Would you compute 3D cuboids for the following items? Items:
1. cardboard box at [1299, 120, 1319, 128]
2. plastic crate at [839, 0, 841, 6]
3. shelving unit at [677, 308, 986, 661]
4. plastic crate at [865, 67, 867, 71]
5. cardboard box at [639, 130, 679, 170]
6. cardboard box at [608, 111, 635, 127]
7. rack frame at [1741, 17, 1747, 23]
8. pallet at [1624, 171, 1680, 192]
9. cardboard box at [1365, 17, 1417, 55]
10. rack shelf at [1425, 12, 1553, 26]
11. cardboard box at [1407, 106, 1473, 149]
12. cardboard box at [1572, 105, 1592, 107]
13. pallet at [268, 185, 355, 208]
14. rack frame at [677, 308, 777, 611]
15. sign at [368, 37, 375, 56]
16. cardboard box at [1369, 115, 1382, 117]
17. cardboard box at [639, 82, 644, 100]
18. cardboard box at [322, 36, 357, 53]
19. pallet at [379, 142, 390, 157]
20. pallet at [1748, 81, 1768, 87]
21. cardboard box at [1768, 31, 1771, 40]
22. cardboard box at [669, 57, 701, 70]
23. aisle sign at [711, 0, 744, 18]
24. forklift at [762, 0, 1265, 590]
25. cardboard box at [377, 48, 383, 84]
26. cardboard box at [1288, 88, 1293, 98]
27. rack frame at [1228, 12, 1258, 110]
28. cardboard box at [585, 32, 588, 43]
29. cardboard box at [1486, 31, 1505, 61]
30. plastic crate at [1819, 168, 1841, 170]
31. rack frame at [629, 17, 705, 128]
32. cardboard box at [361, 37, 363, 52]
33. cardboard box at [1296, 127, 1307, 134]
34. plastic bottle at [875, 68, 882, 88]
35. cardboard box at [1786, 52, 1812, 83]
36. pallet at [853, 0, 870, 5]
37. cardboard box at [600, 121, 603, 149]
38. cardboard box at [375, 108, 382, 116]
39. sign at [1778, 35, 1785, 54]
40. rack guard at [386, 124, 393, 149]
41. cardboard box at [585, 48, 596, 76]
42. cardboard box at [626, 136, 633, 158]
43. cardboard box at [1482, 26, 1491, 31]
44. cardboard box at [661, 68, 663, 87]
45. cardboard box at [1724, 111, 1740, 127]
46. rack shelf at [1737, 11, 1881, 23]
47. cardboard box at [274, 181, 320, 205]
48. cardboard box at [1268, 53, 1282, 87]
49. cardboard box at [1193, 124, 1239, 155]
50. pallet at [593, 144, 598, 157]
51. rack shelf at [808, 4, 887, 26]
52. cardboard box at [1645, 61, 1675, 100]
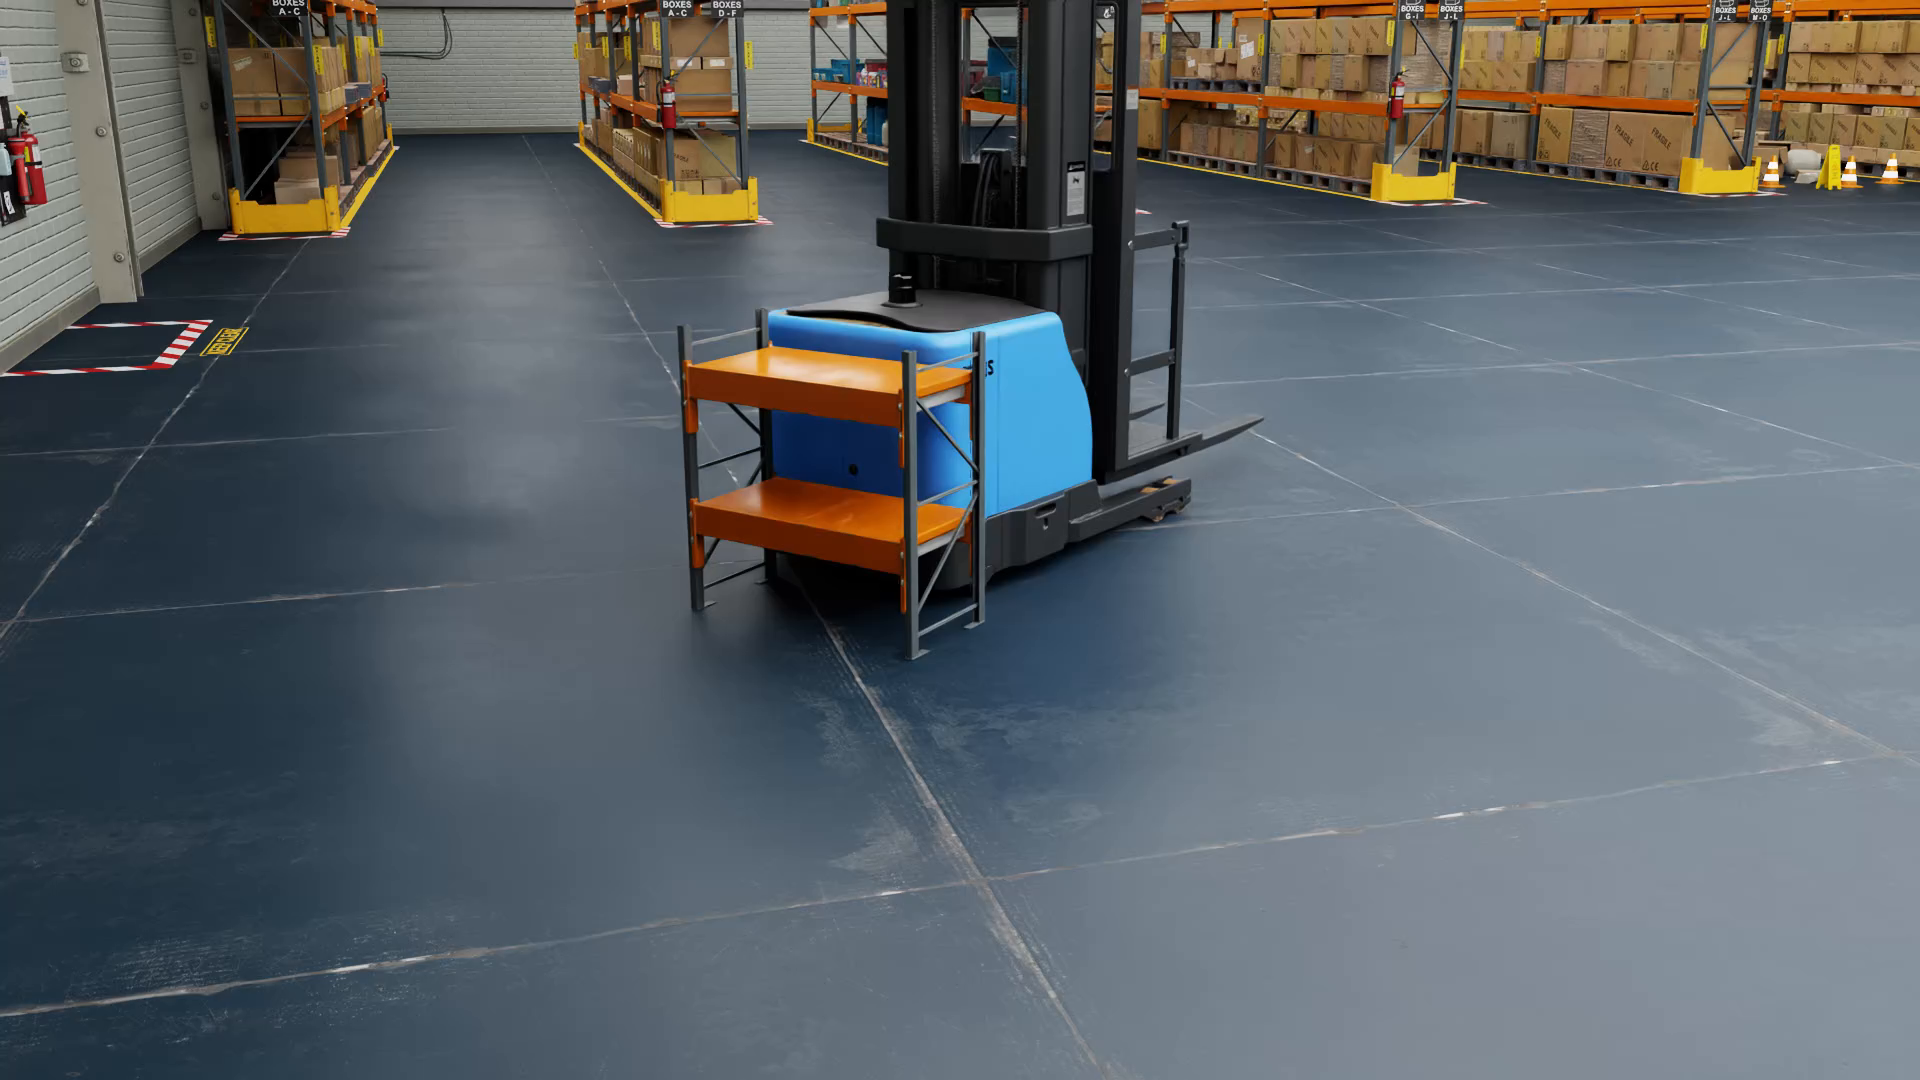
[{"bbox_3d":[7.508,-8.951,35.745,0.380,0.149,0.250,-4,17,-14],"label":"cardboard box"},{"bbox_3d":[-2.216,-10.738,33.063,0.416,0.233,0.300,-5,17,-15],"label":"plastic crate"},{"bbox_3d":[-0.480,-0.243,6.305,1.048,1.125,0.538,10,20,31],"label":"shelving unit"},{"bbox_3d":[-1.901,-9.564,34.179,0.437,0.282,0.530,-5,17,-15],"label":"plastic crate"},{"bbox_3d":[-4.123,-5.365,22.846,0.500,0.500,0.500,-5,17,-15],"label":"cardboard box"},{"bbox_3d":[-5.826,-7.286,28.771,0.500,0.250,0.500,-4,17,-13],"label":"cardboard box"},{"bbox_3d":[17.403,-10.724,37.938,1.000,3.000,0.127,-5,17,-15],"label":"rack frame"},{"bbox_3d":[10.903,-5.471,25.298,1.003,0.211,1.213,-5,17,-15],"label":"pallet"},{"bbox_3d":[6.012,-7.029,23.210,0.500,0.500,0.500,-5,17,-15],"label":"cardboard box"},{"bbox_3d":[12.082,-11.975,38.141,1.077,0.370,4.000,-5,17,-15],"label":"rack shelf"},{"bbox_3d":[9.080,-7.752,31.227,1.050,0.750,0.750,-5,17,-16],"label":"cardboard box"},{"bbox_3d":[13.380,-8.852,34.670,0.875,0.875,0.875,-4,17,-15],"label":"cardboard box"},{"bbox_3d":[-8.767,-4.640,22.533,1.003,0.211,1.213,-5,17,-15],"label":"pallet"},{"bbox_3d":[-0.909,-0.322,6.568,0.032,1.125,0.500,10,20,31],"label":"rack frame"},{"bbox_3d":[-10.666,-8.934,30.105,0.100,0.325,0.005,-5,17,-15],"label":"sign"},{"bbox_3d":[8.410,-8.475,32.763,0.500,0.250,0.500,-4,17,-14],"label":"cardboard box"},{"bbox_3d":[-4.642,-6.716,24.829,0.396,0.266,0.258,-5,17,-17],"label":"cardboard box"},{"bbox_3d":[-9.970,-7.978,26.769,0.500,0.250,0.500,-4,17,-14],"label":"cardboard box"},{"bbox_3d":[-11.657,-7.591,32.356,1.003,0.211,1.213,-5,17,-15],"label":"pallet"},{"bbox_3d":[14.314,-8.587,31.160,1.003,0.211,1.213,-5,17,-15],"label":"pallet"},{"bbox_3d":[14.643,-9.270,30.549,0.380,0.149,0.250,-4,17,-12],"label":"cardboard box"},{"bbox_3d":[-3.413,-5.894,20.559,0.380,0.149,0.250,-5,17,-16],"label":"cardboard box"},{"bbox_3d":[-2.812,-6.696,20.011,0.394,0.787,0.004,-5,17,-15],"label":"aisle sign"},{"bbox_3d":[0.443,-1.562,7.557,1.130,2.935,3.031,12,21,36],"label":"forklift"},{"bbox_3d":[-12.134,-9.482,33.282,0.980,0.700,0.700,-4,17,-13],"label":"cardboard box"},{"bbox_3d":[5.301,-6.925,25.727,0.380,0.149,0.250,-5,17,-15],"label":"cardboard box"},{"bbox_3d":[6.801,-11.017,38.915,1.000,3.000,0.127,-5,17,-15],"label":"rack frame"},{"bbox_3d":[-6.954,-9.552,32.126,0.500,0.500,0.500,-5,17,-16],"label":"cardboard box"},{"bbox_3d":[9.675,-8.643,29.101,0.700,0.500,0.500,-5,17,-15],"label":"cardboard box"},{"bbox_3d":[14.473,-6.220,28.019,0.402,0.080,0.583,-12,20,-34],"label":"plastic crate"},{"bbox_3d":[-4.224,-6.552,24.049,1.000,3.000,0.127,-5,17,-15],"label":"rack frame"},{"bbox_3d":[-10.398,-8.398,28.165,0.500,0.250,0.500,-5,17,-16],"label":"cardboard box"},{"bbox_3d":[7.465,-8.828,35.853,0.380,0.149,0.250,-4,17,-15],"label":"cardboard box"},{"bbox_3d":[-1.486,-8.555,30.803,0.144,0.351,0.185,-5,17,-15],"label":"plastic bottle"},{"bbox_3d":[14.683,-8.164,28.725,0.500,0.500,0.500,-5,17,-15],"label":"cardboard box"},{"bbox_3d":[-1.350,-10.292,31.615,1.213,0.211,1.003,-5,17,-15],"label":"pallet"},{"bbox_3d":[-6.367,-7.478,30.714,0.500,0.500,0.500,-4,17,-14],"label":"cardboard box"},{"bbox_3d":[-11.714,-8.515,33.074,0.380,0.149,0.250,-4,17,-14],"label":"cardboard box"},{"bbox_3d":[14.298,-8.627,28.945,0.100,0.325,0.005,-5,17,-15],"label":"sign"},{"bbox_3d":[-12.290,-8.288,34.173,1.175,0.500,0.348,-5,17,-15],"label":"rack guard"},{"bbox_3d":[-6.508,-8.865,30.846,0.700,0.500,0.500,-12,20,-34],"label":"cardboard box"},{"bbox_3d":[-4.760,-5.937,25.078,0.500,0.311,0.500,-4,17,-14],"label":"cardboard box"},{"bbox_3d":[12.024,-11.514,37.529,0.380,0.149,0.250,-5,17,-16],"label":"cardboard box"},{"bbox_3d":[-3.521,-5.906,21.725,0.700,0.500,0.500,-5,17,-15],"label":"cardboard box"},{"bbox_3d":[17.476,-9.429,37.244,0.500,0.500,0.500,-5,17,-16],"label":"cardboard box"},{"bbox_3d":[17.953,-11.262,35.768,1.077,0.370,4.000,-5,17,-15],"label":"rack shelf"},{"bbox_3d":[-7.990,-4.174,20.042,0.500,0.311,0.500,-7,18,-22],"label":"cardboard box"},{"bbox_3d":[5.366,-7.395,26.165,0.875,0.500,0.500,-5,17,-15],"label":"cardboard box"},{"bbox_3d":[4.571,-7.118,29.513,0.700,0.500,0.500,-6,18,-20],"label":"cardboard box"},{"bbox_3d":[-6.610,-7.619,32.449,1.003,0.211,1.213,-5,17,-15],"label":"pallet"},{"bbox_3d":[-2.209,-10.800,34.229,1.077,0.370,4.000,-5,17,-15],"label":"rack shelf"},{"bbox_3d":[10.880,-6.913,24.991,0.875,0.550,0.550,-5,17,-15],"label":"cardboard box"}]
